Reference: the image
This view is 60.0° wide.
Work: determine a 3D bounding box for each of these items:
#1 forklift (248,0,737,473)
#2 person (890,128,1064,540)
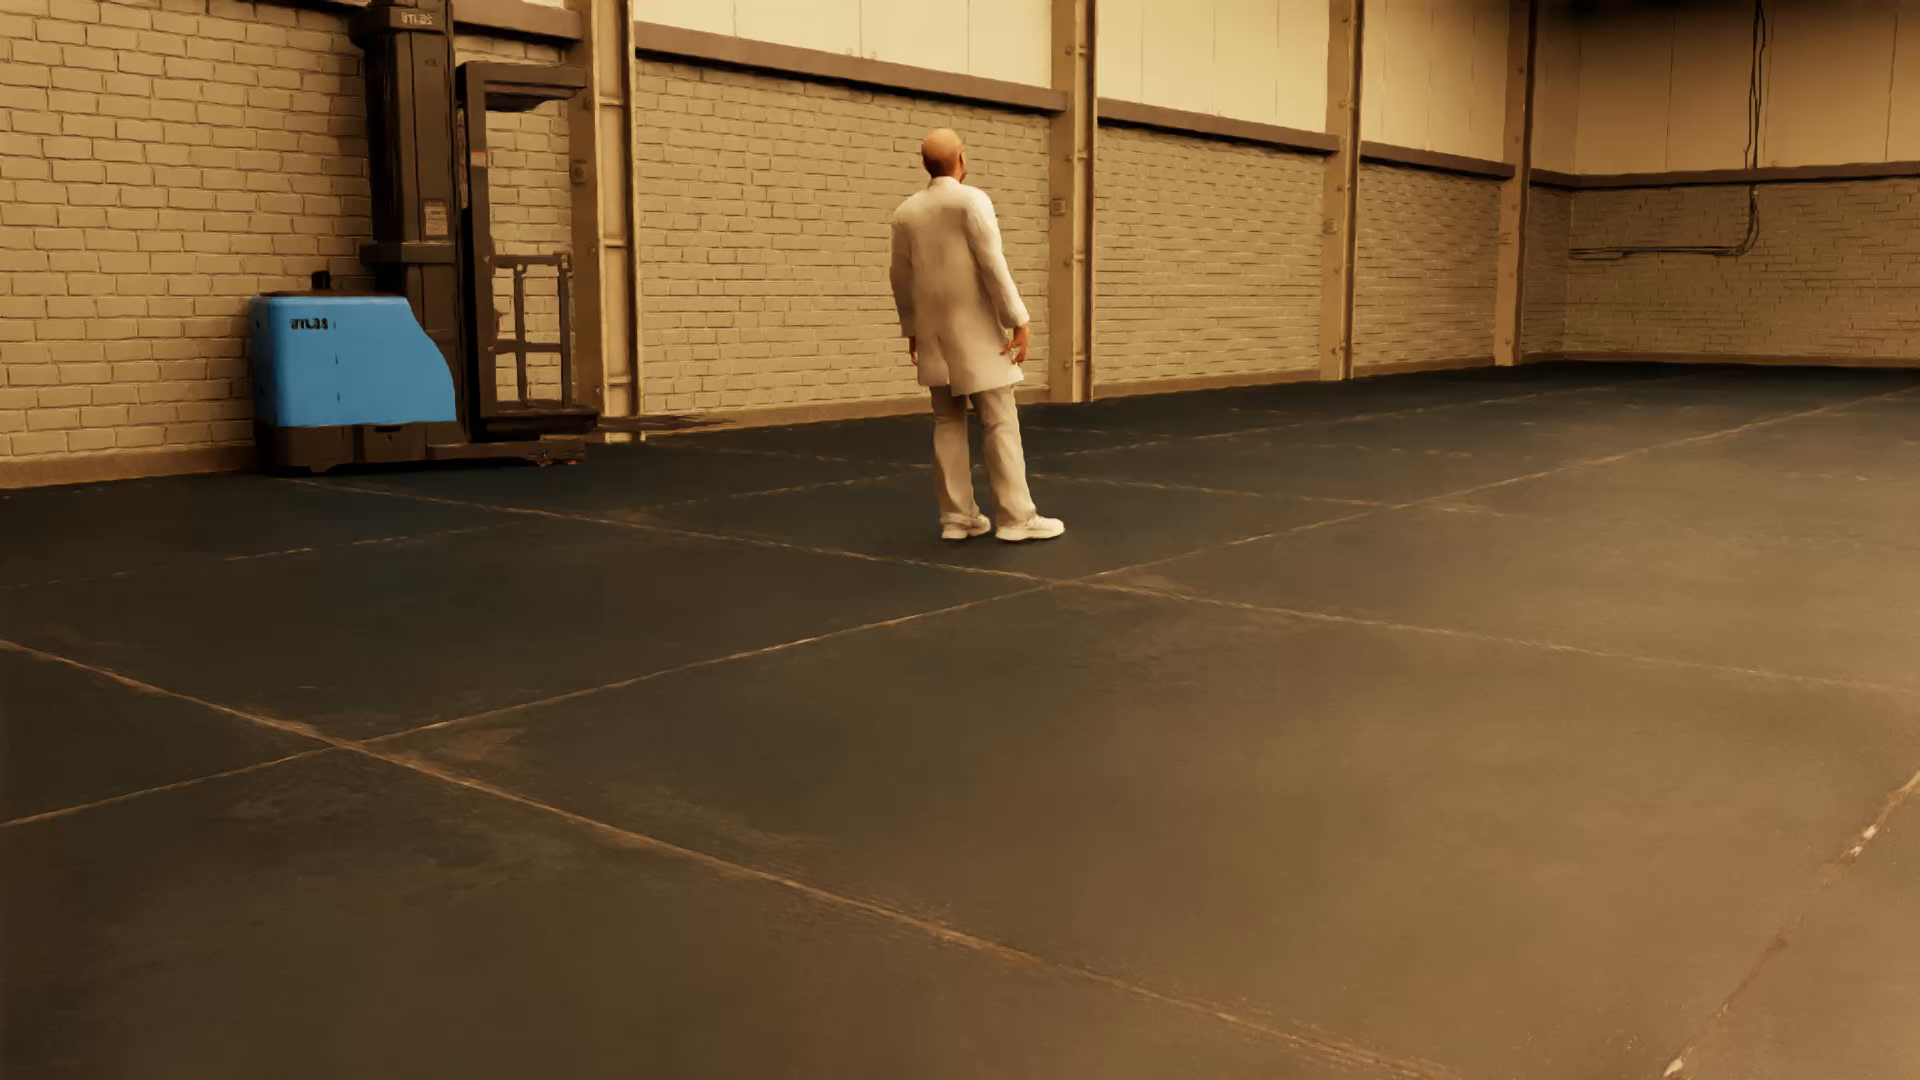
[{"bbox_3d":[-3.017,-1.988,10.864,3.031,2.935,1.130,-5,10,-31],"label":"forklift"},{"bbox_3d":[0.061,-0.897,7.343,0.694,1.776,0.577,7,11,38],"label":"person"}]
